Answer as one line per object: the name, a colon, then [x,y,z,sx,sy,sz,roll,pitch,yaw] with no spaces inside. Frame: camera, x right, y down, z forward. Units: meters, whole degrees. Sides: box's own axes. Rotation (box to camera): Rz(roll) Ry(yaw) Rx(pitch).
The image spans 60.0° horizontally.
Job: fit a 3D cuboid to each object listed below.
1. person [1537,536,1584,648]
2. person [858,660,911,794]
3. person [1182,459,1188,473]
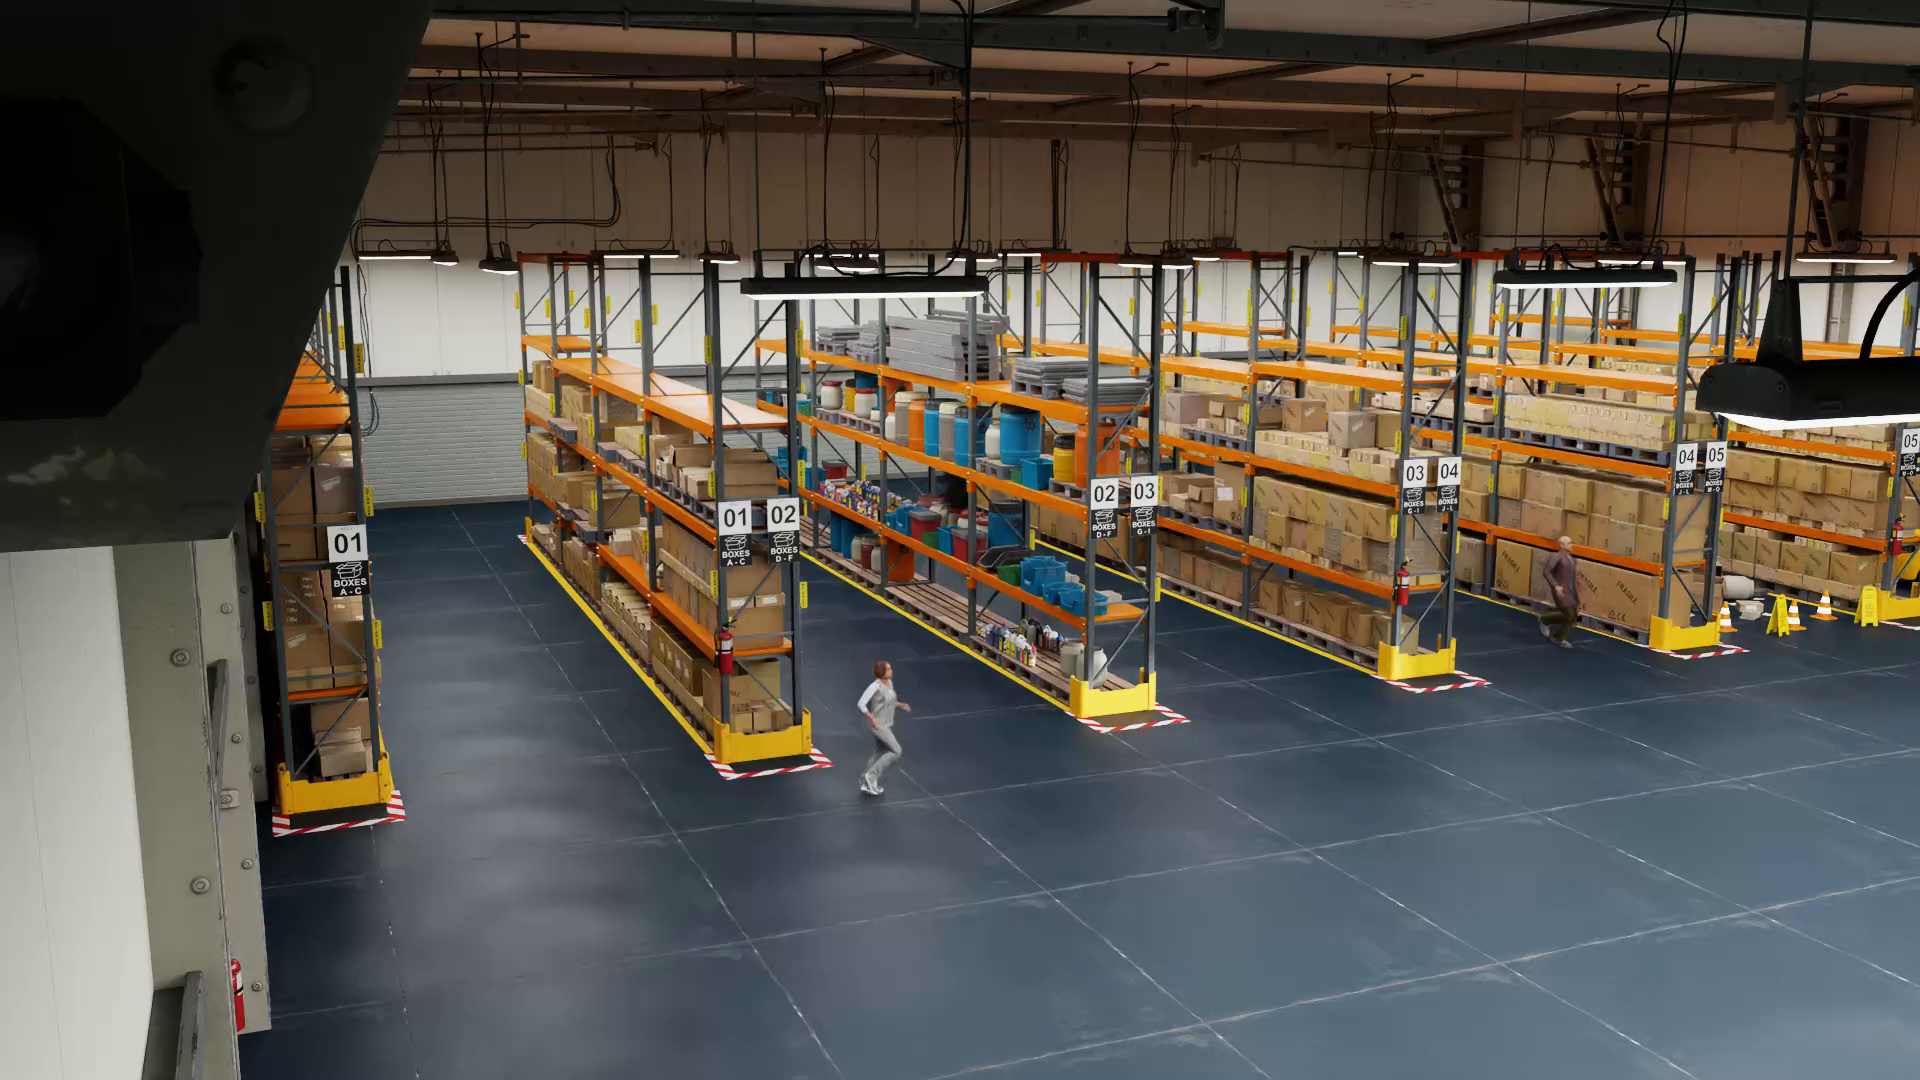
person: [9.382,0.799,25.960,0.723,1.744,0.634,-9,14,-41]
person: [-0.862,2.135,18.988,0.597,1.563,0.515,2,11,13]
person: [5.735,-2.260,42.478,0.680,1.761,0.881,9,14,42]
